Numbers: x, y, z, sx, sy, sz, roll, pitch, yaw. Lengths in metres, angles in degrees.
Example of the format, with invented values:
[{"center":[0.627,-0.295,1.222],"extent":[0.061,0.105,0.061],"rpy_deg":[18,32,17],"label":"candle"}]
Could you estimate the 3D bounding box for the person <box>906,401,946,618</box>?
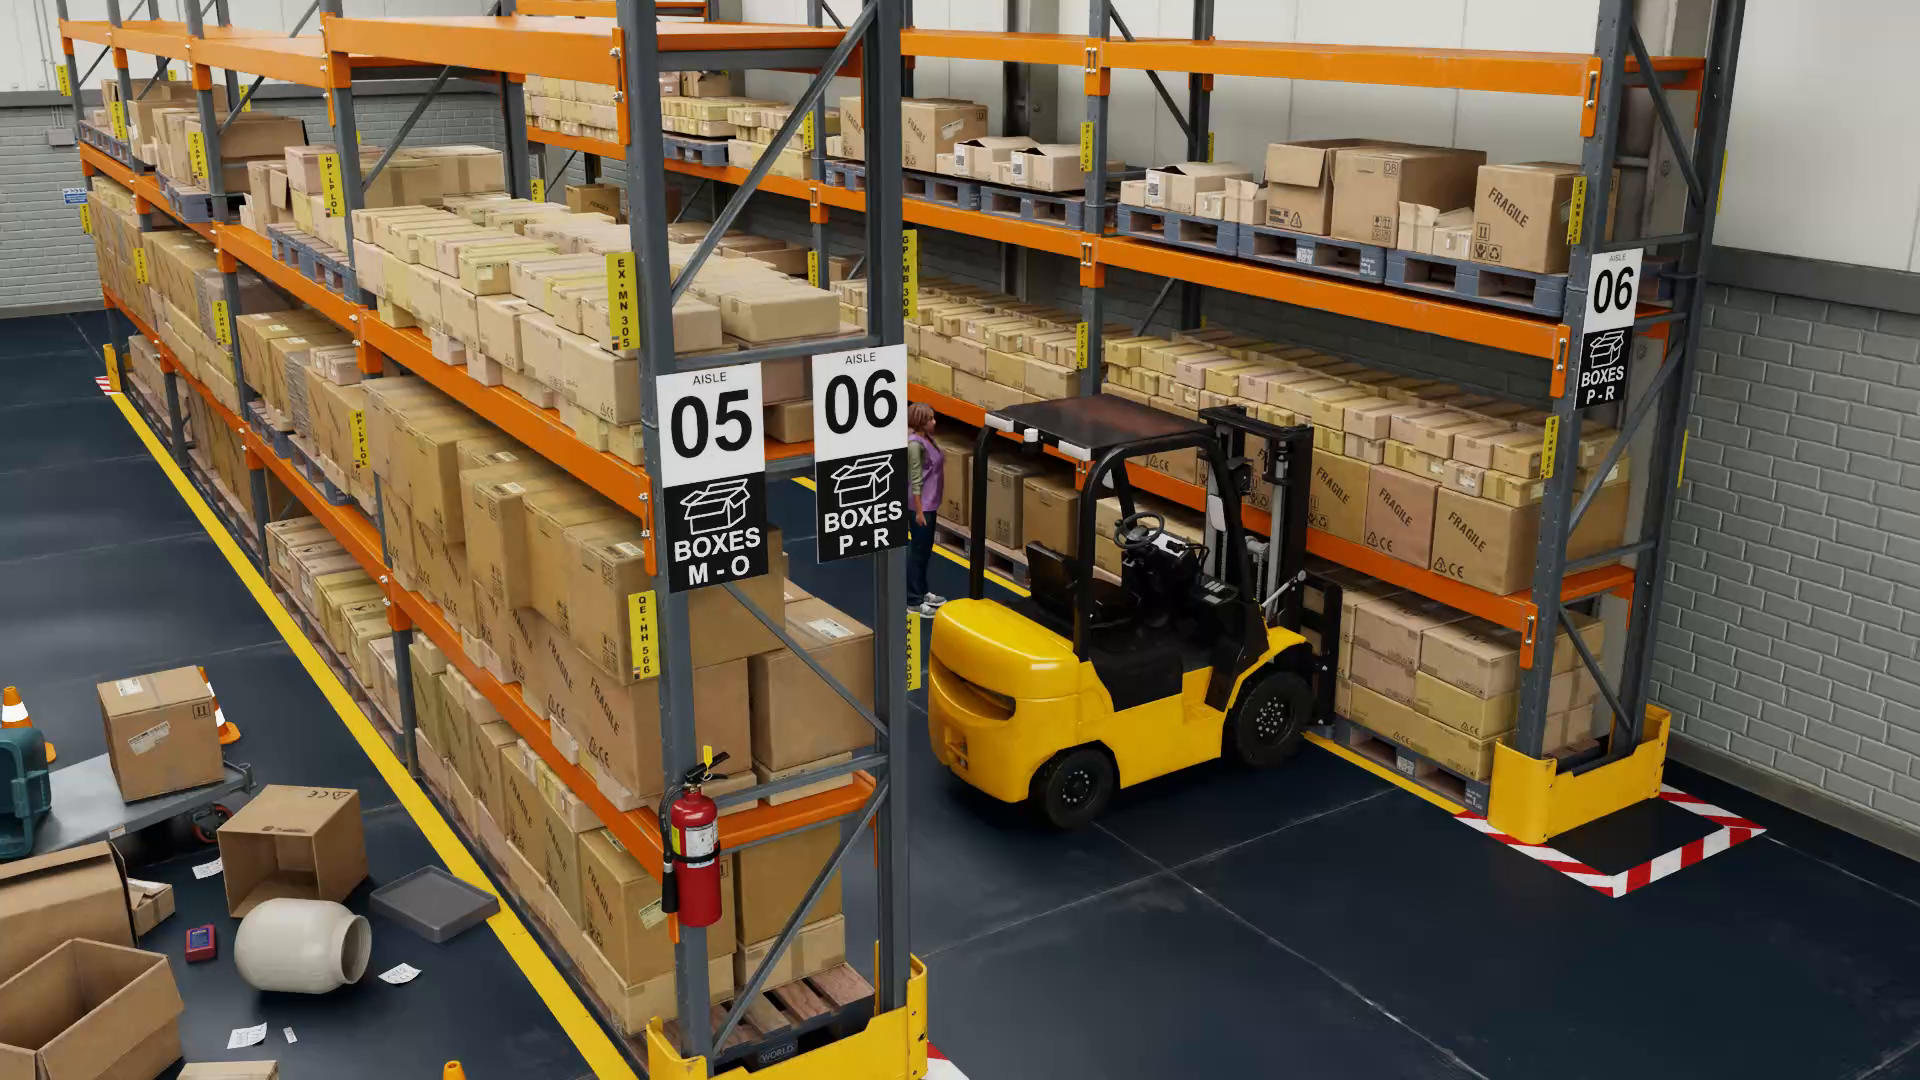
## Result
[{"center":[-0.271,-0.240,12.285],"extent":[0.308,1.604,0.403],"rpy_deg":[3,19,8],"label":"person"}]
